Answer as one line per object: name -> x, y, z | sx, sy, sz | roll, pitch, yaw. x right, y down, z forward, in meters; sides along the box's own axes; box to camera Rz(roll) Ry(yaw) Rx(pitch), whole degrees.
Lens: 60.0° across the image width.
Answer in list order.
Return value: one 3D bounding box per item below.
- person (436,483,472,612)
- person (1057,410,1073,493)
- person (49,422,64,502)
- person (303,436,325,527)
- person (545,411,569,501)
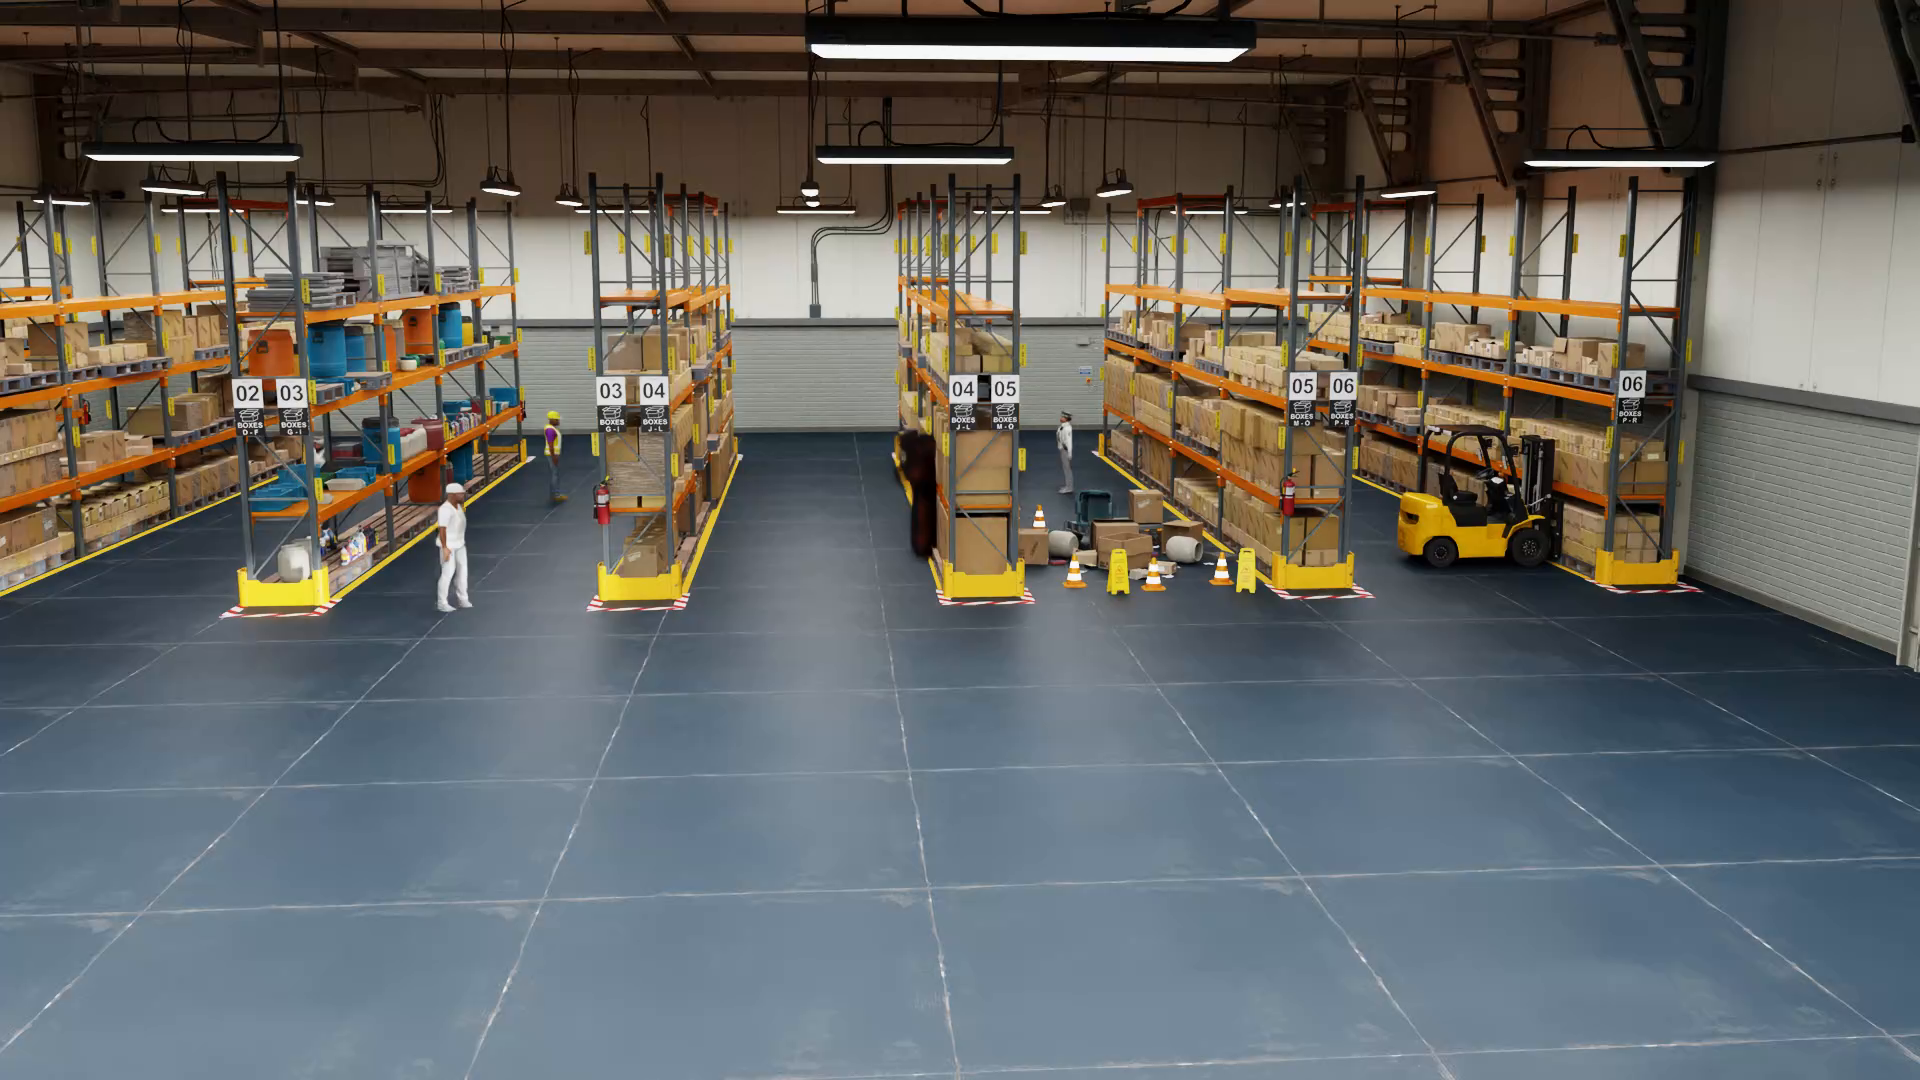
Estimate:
person -> -7.048, 0.090, 23.099 | 0.434, 1.770, 0.646 | 3, 10, 15
person -> 2.165, -1.827, 34.186 | 0.352, 1.691, 0.555 | -1, 10, -5
person -> -17.058, -1.388, 31.419 | 0.445, 1.795, 0.569 | -1, 10, -5
person -> -11.612, -1.081, 30.139 | 0.419, 1.626, 0.928 | 0, 10, 2
person -> -8.028, -1.677, 33.049 | 0.424, 1.769, 0.637 | -2, 10, -11
